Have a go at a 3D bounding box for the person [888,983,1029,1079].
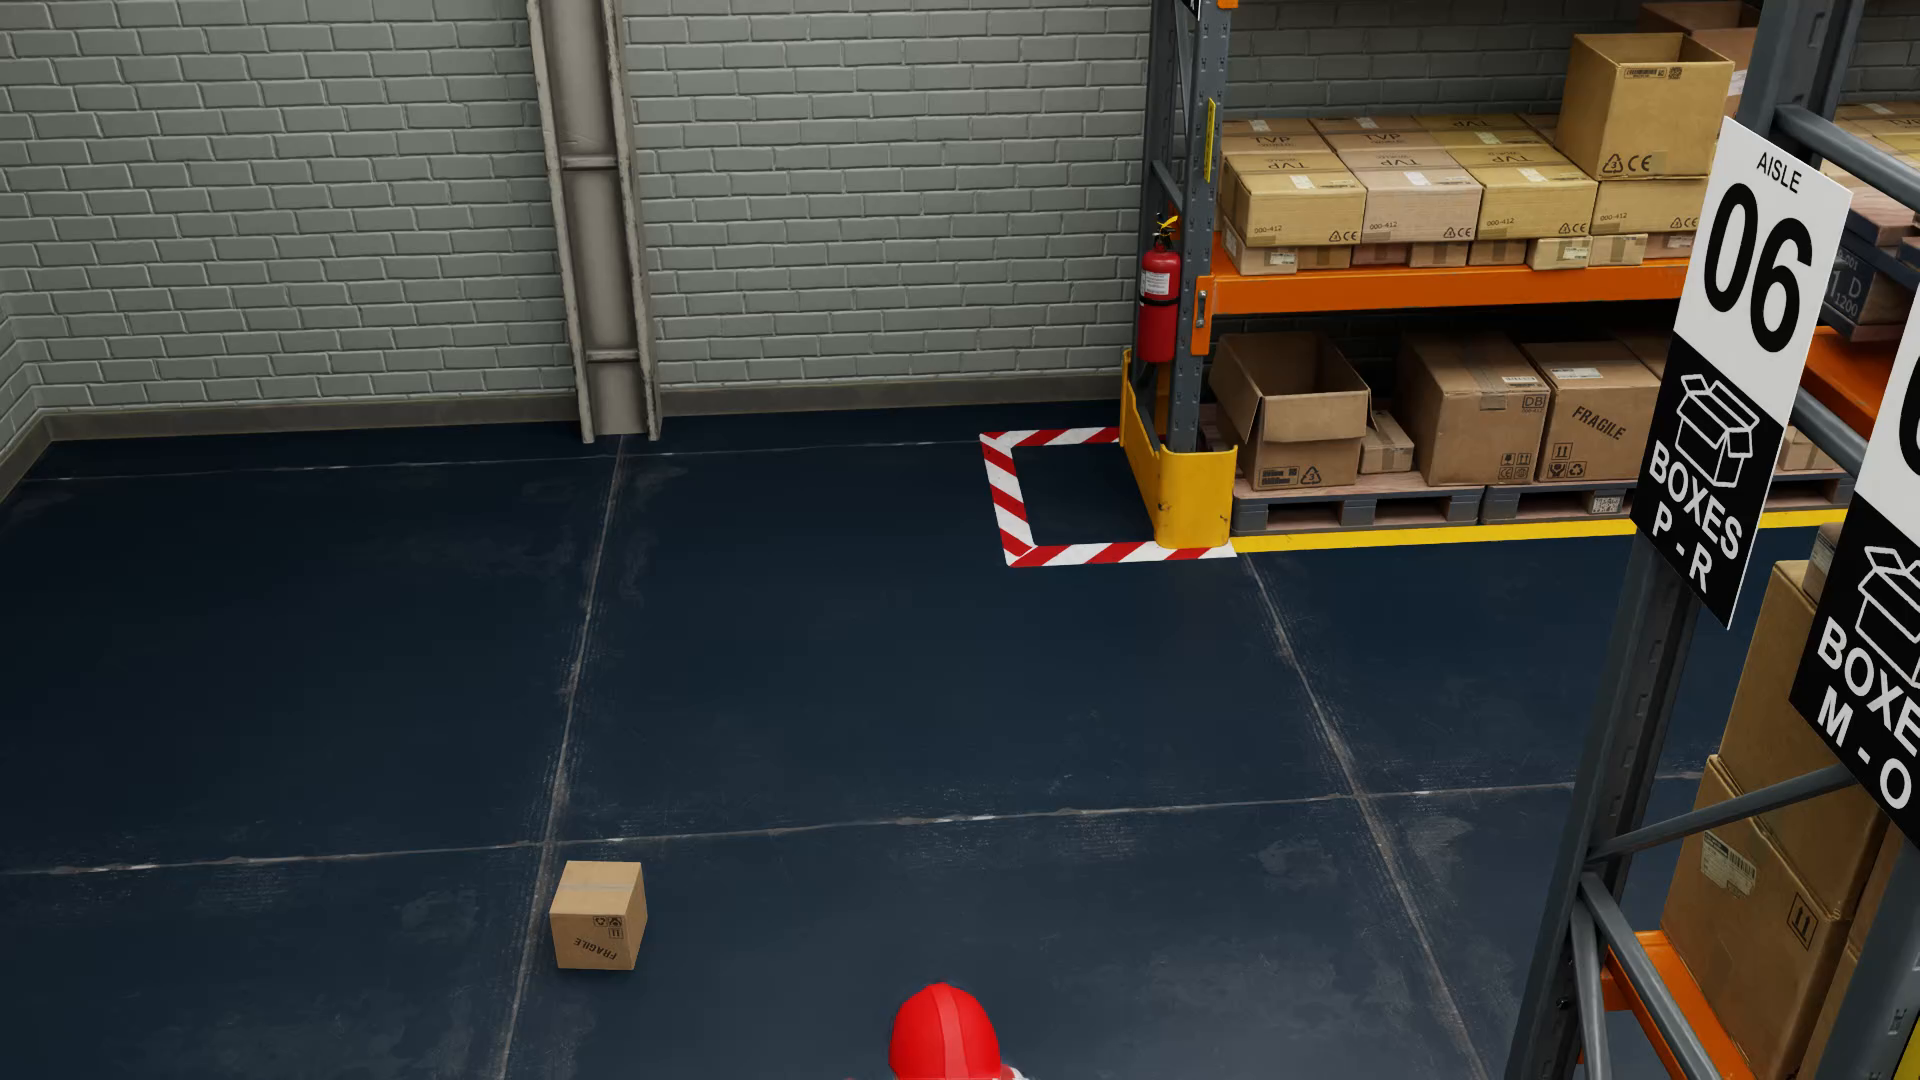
[{"bbox_3d":[-0.064,1.581,3.452,0.568,1.755,0.940,-5,31,-9],"label":"person"}]
